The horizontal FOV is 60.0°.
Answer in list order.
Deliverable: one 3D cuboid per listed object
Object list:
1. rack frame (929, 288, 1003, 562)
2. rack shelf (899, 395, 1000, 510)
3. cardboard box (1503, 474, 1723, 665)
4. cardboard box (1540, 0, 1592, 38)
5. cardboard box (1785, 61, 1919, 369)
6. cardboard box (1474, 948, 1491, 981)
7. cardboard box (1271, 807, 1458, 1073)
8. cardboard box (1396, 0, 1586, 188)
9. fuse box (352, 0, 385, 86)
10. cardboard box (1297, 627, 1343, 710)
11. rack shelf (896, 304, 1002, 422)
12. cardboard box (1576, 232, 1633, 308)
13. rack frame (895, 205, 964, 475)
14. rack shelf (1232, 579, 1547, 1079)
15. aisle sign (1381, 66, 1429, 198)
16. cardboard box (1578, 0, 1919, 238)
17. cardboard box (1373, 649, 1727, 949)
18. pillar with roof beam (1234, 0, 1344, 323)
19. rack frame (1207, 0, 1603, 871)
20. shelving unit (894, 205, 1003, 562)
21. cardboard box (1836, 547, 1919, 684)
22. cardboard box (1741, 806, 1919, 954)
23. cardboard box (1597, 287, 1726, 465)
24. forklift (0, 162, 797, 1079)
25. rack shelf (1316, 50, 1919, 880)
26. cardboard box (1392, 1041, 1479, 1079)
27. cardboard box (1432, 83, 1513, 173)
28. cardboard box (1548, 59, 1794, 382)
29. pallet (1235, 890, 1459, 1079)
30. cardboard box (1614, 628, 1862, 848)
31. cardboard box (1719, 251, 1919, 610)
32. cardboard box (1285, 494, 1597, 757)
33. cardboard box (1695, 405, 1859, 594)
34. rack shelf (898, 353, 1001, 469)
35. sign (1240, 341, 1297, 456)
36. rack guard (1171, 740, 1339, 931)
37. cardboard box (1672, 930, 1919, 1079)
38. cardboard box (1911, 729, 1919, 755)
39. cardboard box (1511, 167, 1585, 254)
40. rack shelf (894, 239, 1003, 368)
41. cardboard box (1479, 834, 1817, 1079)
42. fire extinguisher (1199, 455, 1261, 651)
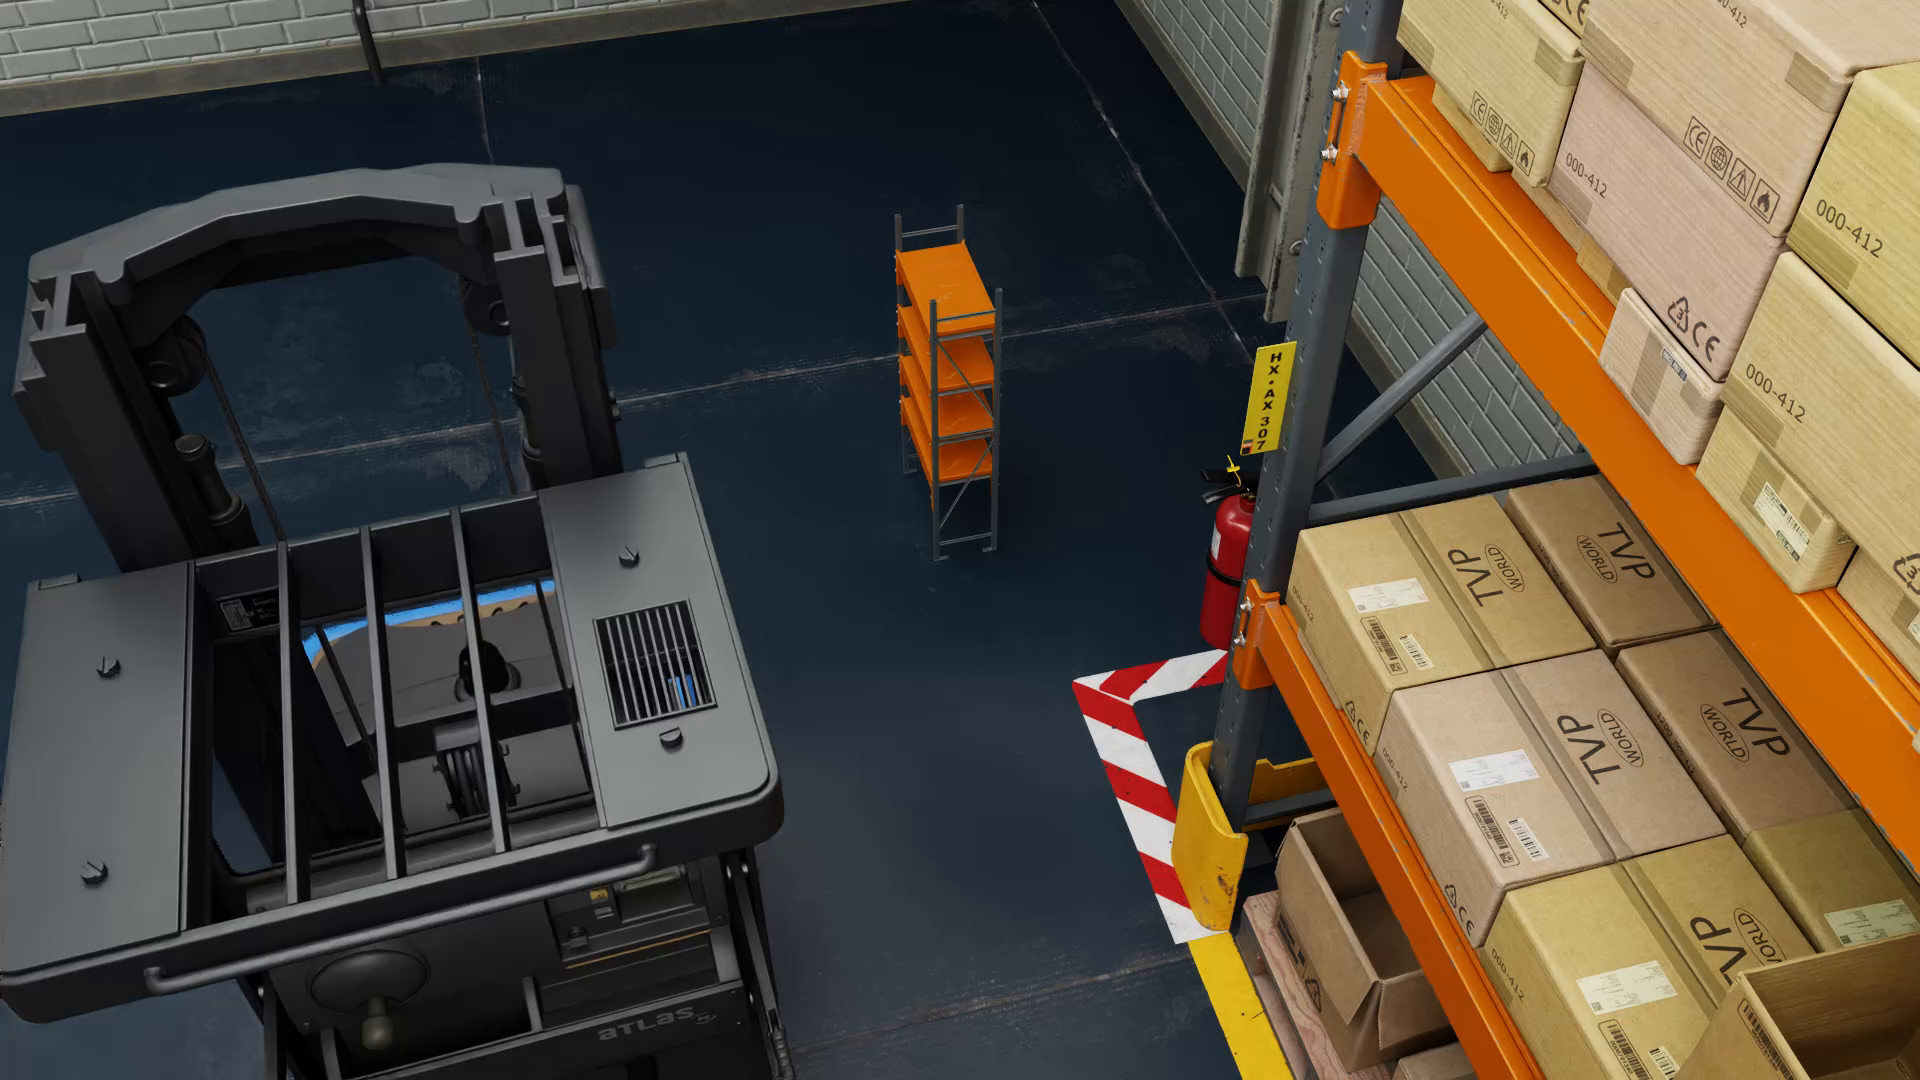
[{"bbox_3d":[0.020,-0.366,5.768,0.240,1.200,0.015,-11,47,-10],"label":"rack frame"},{"bbox_3d":[-0.042,-0.348,6.123,0.258,0.148,0.480,-11,47,-10],"label":"rack shelf"},{"bbox_3d":[1.617,0.096,3.953,0.500,0.250,0.500,-9,46,-9],"label":"cardboard box"},{"bbox_3d":[1.113,-1.046,2.621,0.500,0.250,0.500,-11,47,-11],"label":"cardboard box"},{"bbox_3d":[1.367,-0.347,1.936,0.500,0.250,0.500,-11,47,-11],"label":"cardboard box"},{"bbox_3d":[1.278,0.771,3.570,0.380,0.149,0.250,-9,46,-9],"label":"cardboard box"},{"bbox_3d":[1.308,1.045,4.580,0.797,0.503,0.637,-12,47,-12],"label":"cardboard box"},{"bbox_3d":[1.092,-0.867,2.796,0.500,0.250,0.500,-11,47,-11],"label":"cardboard box"},{"bbox_3d":[-2.953,-2.933,7.926,0.539,1.711,0.414,-11,47,-10],"label":"fuse box"},{"bbox_3d":[1.061,0.243,4.087,0.380,0.149,0.250,-11,47,-11],"label":"cardboard box"},{"bbox_3d":[-0.042,-0.644,5.822,0.258,0.148,0.480,-11,47,-10],"label":"rack shelf"},{"bbox_3d":[1.241,-0.465,2.681,0.380,0.149,0.250,-11,47,-10],"label":"cardboard box"},{"bbox_3d":[-0.105,-0.703,6.099,0.240,1.200,0.015,-11,47,-10],"label":"rack frame"},{"bbox_3d":[1.755,1.511,3.173,1.077,0.370,4.000,-11,47,-10],"label":"rack shelf"},{"bbox_3d":[0.941,-1.025,3.334,0.394,0.787,0.004,-11,47,-10],"label":"aisle sign"},{"bbox_3d":[1.225,-0.691,2.274,0.500,0.250,0.500,-11,47,-11],"label":"cardboard box"},{"bbox_3d":[1.228,0.537,3.520,0.500,0.250,0.500,-10,46,-10],"label":"cardboard box"},{"bbox_3d":[-2.738,-3.461,3.341,9.100,9.000,0.400,-11,47,-10],"label":"pillar with roof beam"},{"bbox_3d":[1.243,-0.122,4.269,1.000,3.000,0.127,-11,47,-10],"label":"rack frame"},{"bbox_3d":[-0.042,-0.534,5.933,0.258,1.200,0.503,-11,47,-10],"label":"shelving unit"},{"bbox_3d":[1.402,0.065,2.162,0.380,0.149,0.250,-11,47,-11],"label":"cardboard box"},{"bbox_3d":[1.870,0.795,3.268,0.500,0.250,0.500,-9,46,-9],"label":"cardboard box"},{"bbox_3d":[1.205,-0.274,2.494,0.380,0.149,0.250,-10,46,-9],"label":"cardboard box"},{"bbox_3d":[-0.905,0.884,3.332,1.130,2.935,3.031,-12,47,-12],"label":"forklift"},{"bbox_3d":[1.755,0.461,2.102,1.077,0.370,4.000,-11,47,-10],"label":"rack shelf"},{"bbox_3d":[1.379,1.469,4.412,0.380,0.149,0.250,-12,47,-12],"label":"cardboard box"},{"bbox_3d":[1.099,-0.821,3.030,0.380,0.149,0.250,-10,46,-9],"label":"cardboard box"},{"bbox_3d":[1.242,-0.520,2.456,0.500,0.250,0.500,-10,46,-10],"label":"cardboard box"},{"bbox_3d":[1.467,1.457,4.675,1.003,0.211,1.213,-11,47,-10],"label":"pallet"},{"bbox_3d":[1.748,0.452,3.604,0.500,0.250,0.500,-11,47,-10],"label":"cardboard box"},{"bbox_3d":[1.361,-0.164,2.107,0.500,0.250,0.500,-12,47,-12],"label":"cardboard box"},{"bbox_3d":[1.098,0.189,3.861,0.500,0.250,0.500,-10,47,-10],"label":"cardboard box"},{"bbox_3d":[1.279,-0.094,2.318,0.380,0.149,0.250,-11,47,-10],"label":"cardboard box"},{"bbox_3d":[-0.042,-0.487,5.982,0.258,0.148,0.480,-11,47,-10],"label":"rack shelf"},{"bbox_3d":[0.718,-0.326,3.863,0.100,0.325,0.005,-11,47,-10],"label":"sign"},{"bbox_3d":[1.262,0.806,5.111,1.175,0.500,0.348,-11,47,-10],"label":"rack guard"},{"bbox_3d":[1.483,0.962,2.579,0.500,0.500,0.500,-10,46,-9],"label":"cardboard box"},{"bbox_3d":[1.398,0.255,1.976,0.380,0.149,0.250,-11,47,-10],"label":"cardboard box"},{"bbox_3d":[1.192,-0.645,2.858,0.380,0.149,0.250,-10,46,-10],"label":"cardboard box"},{"bbox_3d":[-0.042,-0.809,5.653,0.258,0.148,0.480,-11,47,-10],"label":"rack shelf"},{"bbox_3d":[1.361,0.886,3.178,0.500,0.250,0.500,-12,47,-11],"label":"cardboard box"},{"bbox_3d":[0.758,0.019,4.447,0.296,0.674,0.183,-11,47,-10],"label":"fire extinguisher"}]
